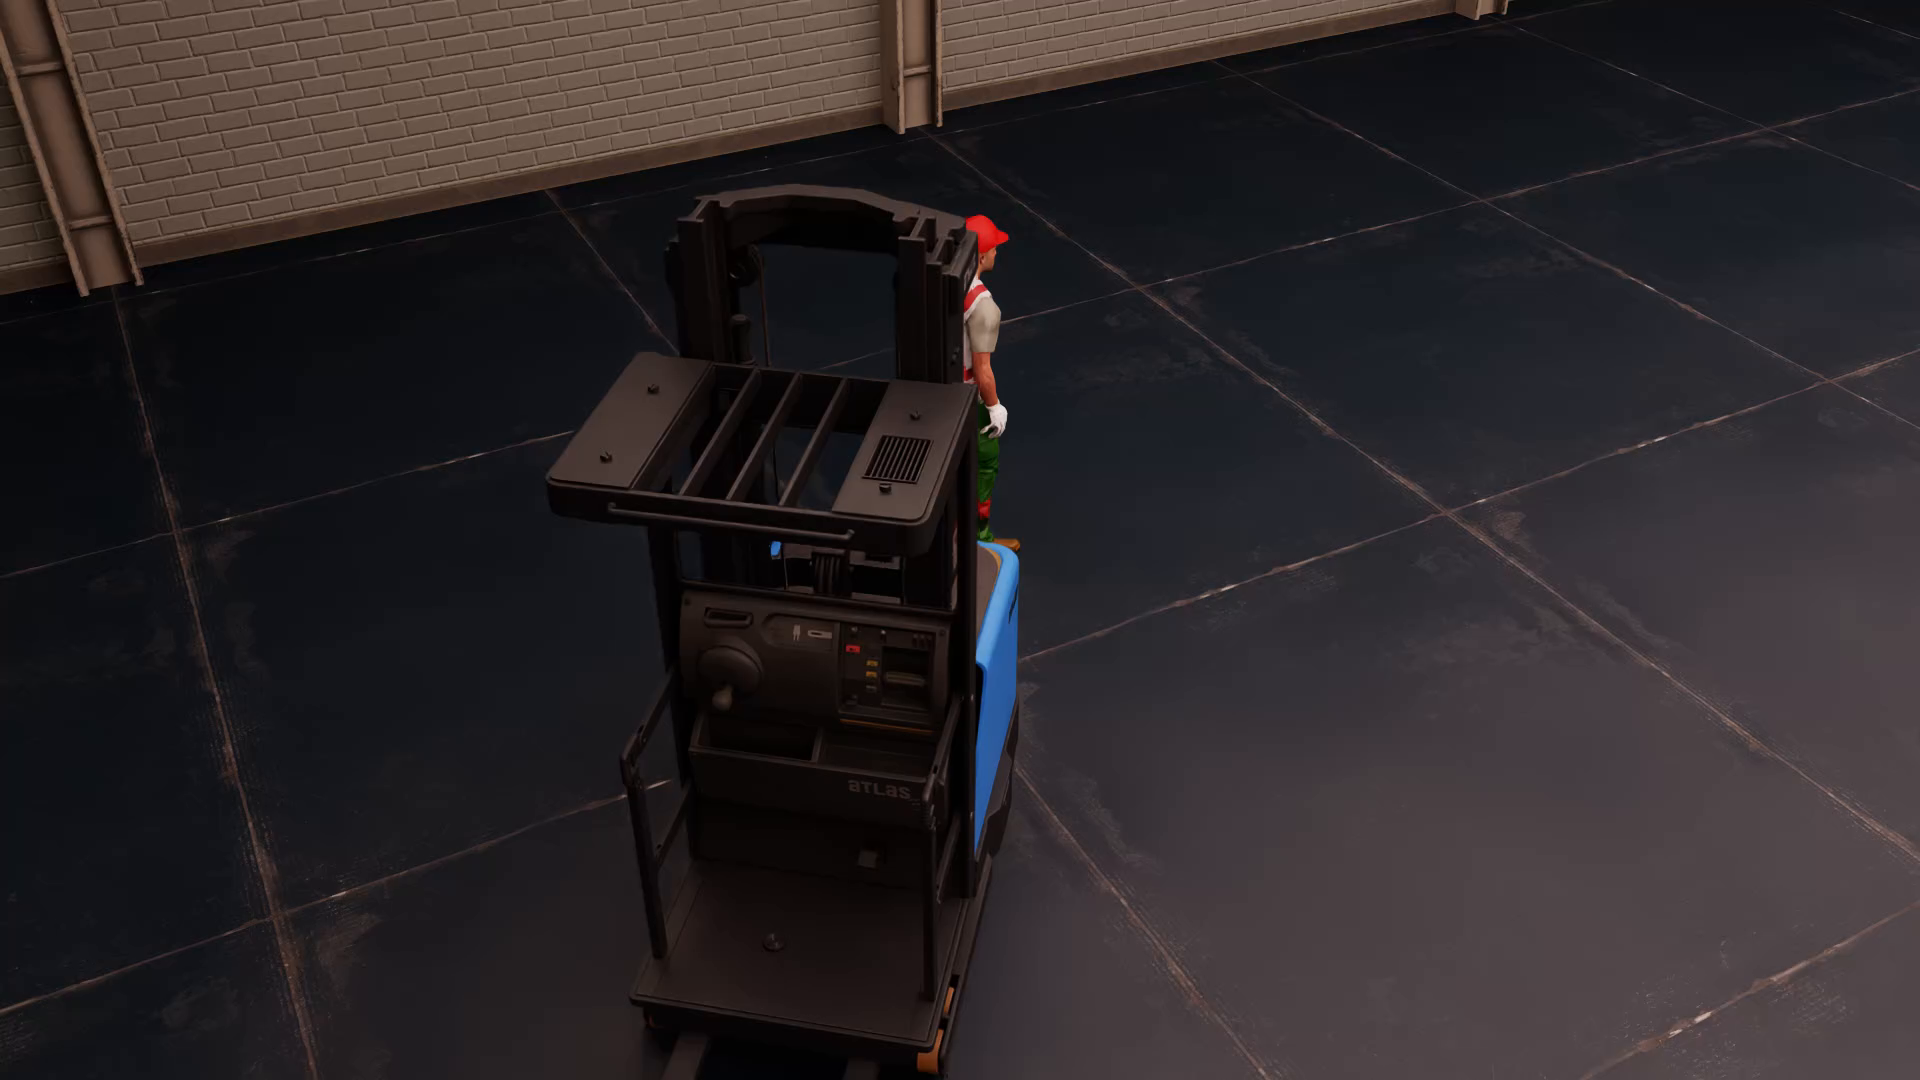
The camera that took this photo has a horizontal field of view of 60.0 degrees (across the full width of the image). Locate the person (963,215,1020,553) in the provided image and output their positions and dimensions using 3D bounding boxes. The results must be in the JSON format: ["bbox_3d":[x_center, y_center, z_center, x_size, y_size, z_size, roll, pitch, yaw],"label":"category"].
[{"bbox_3d":[0.036,-0.741,8.173,0.450,1.778,0.608,-18,39,-24],"label":"person"}]

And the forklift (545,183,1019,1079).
[{"bbox_3d":[-0.535,0.480,5.444,1.130,2.935,3.031,7,36,9],"label":"forklift"}]
